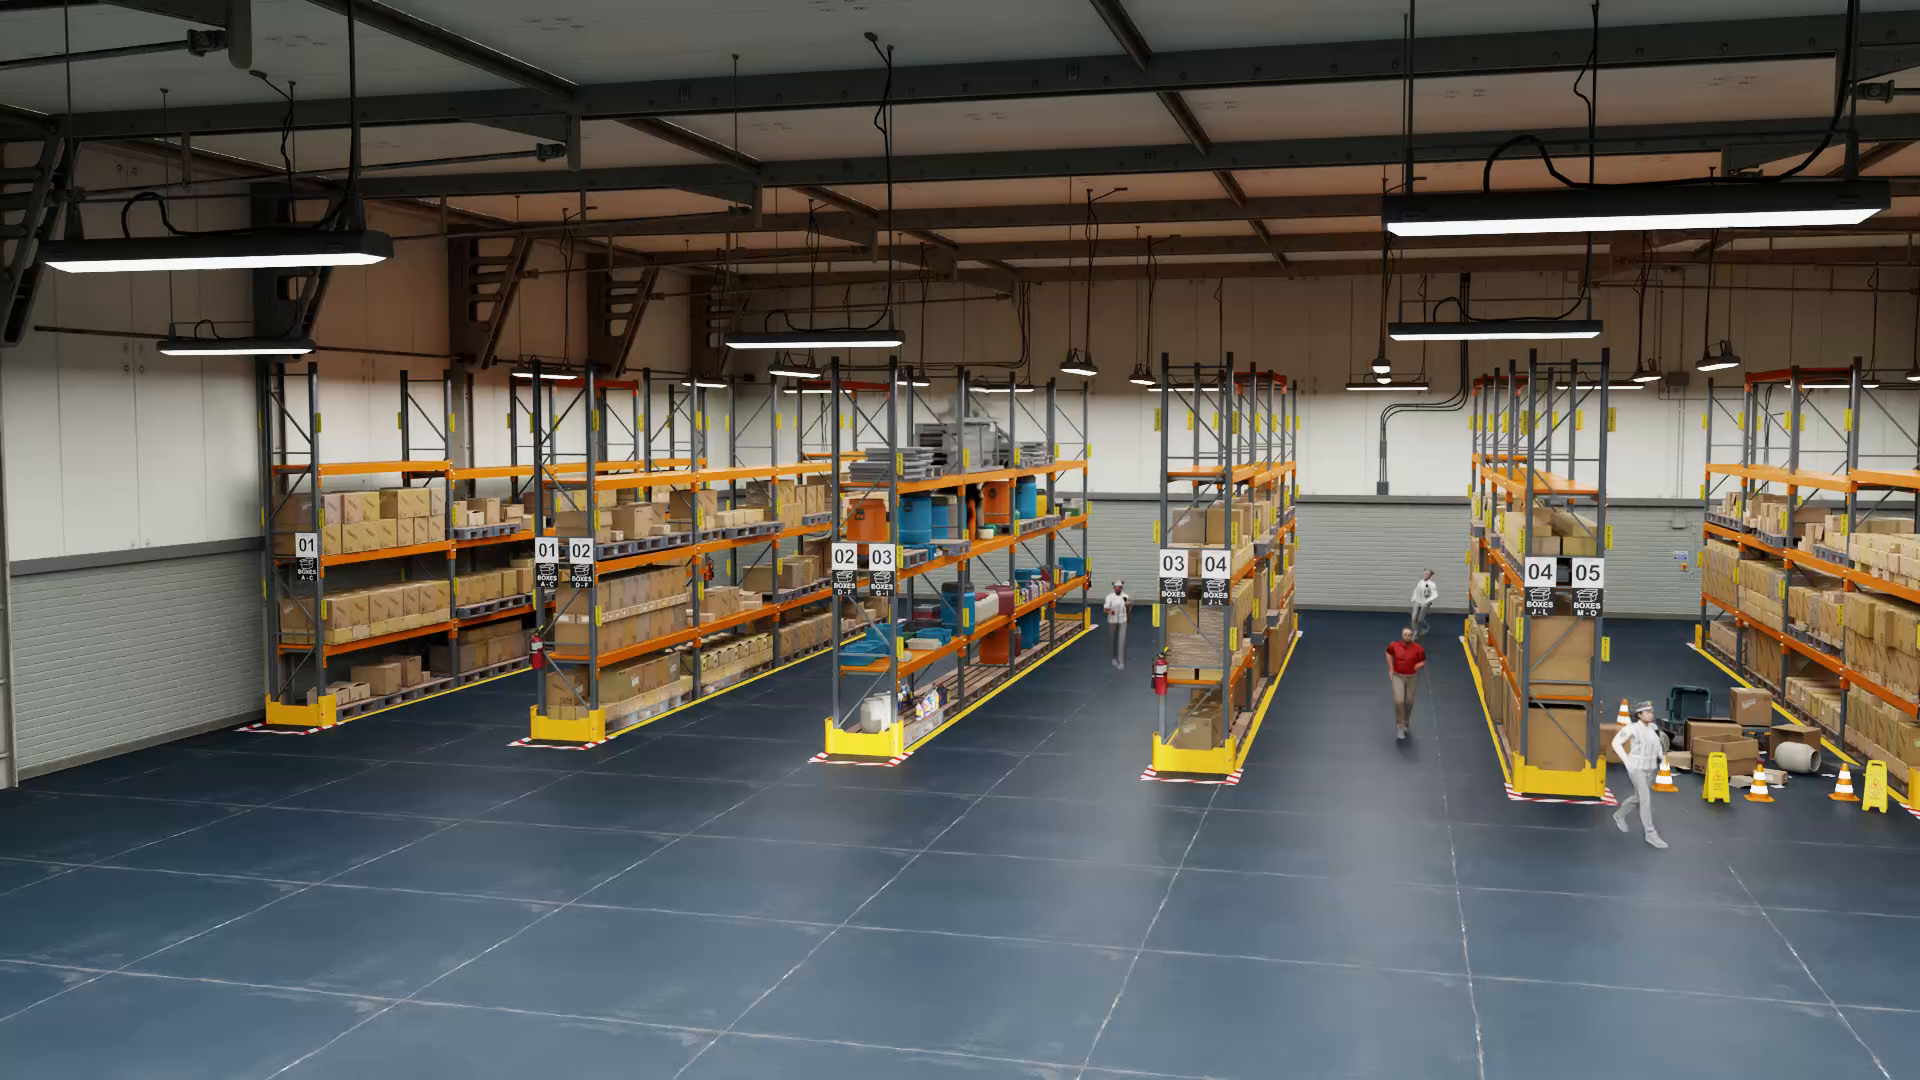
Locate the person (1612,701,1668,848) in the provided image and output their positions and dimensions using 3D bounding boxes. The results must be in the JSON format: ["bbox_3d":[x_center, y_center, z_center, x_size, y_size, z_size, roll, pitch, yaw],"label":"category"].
[{"bbox_3d":[8.137,2.744,19.849,0.616,1.697,0.877,-2,4,-24],"label":"person"}]

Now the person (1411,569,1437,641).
[{"bbox_3d":[10.688,1.489,38.394,0.647,1.672,0.668,-3,5,-40],"label":"person"}]

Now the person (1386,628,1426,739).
[{"bbox_3d":[7.160,2.279,26.698,0.585,1.778,0.917,0,4,5],"label":"person"}]

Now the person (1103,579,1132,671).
[{"bbox_3d":[3.028,1.613,31.875,0.579,1.729,0.852,0,4,1],"label":"person"}]
